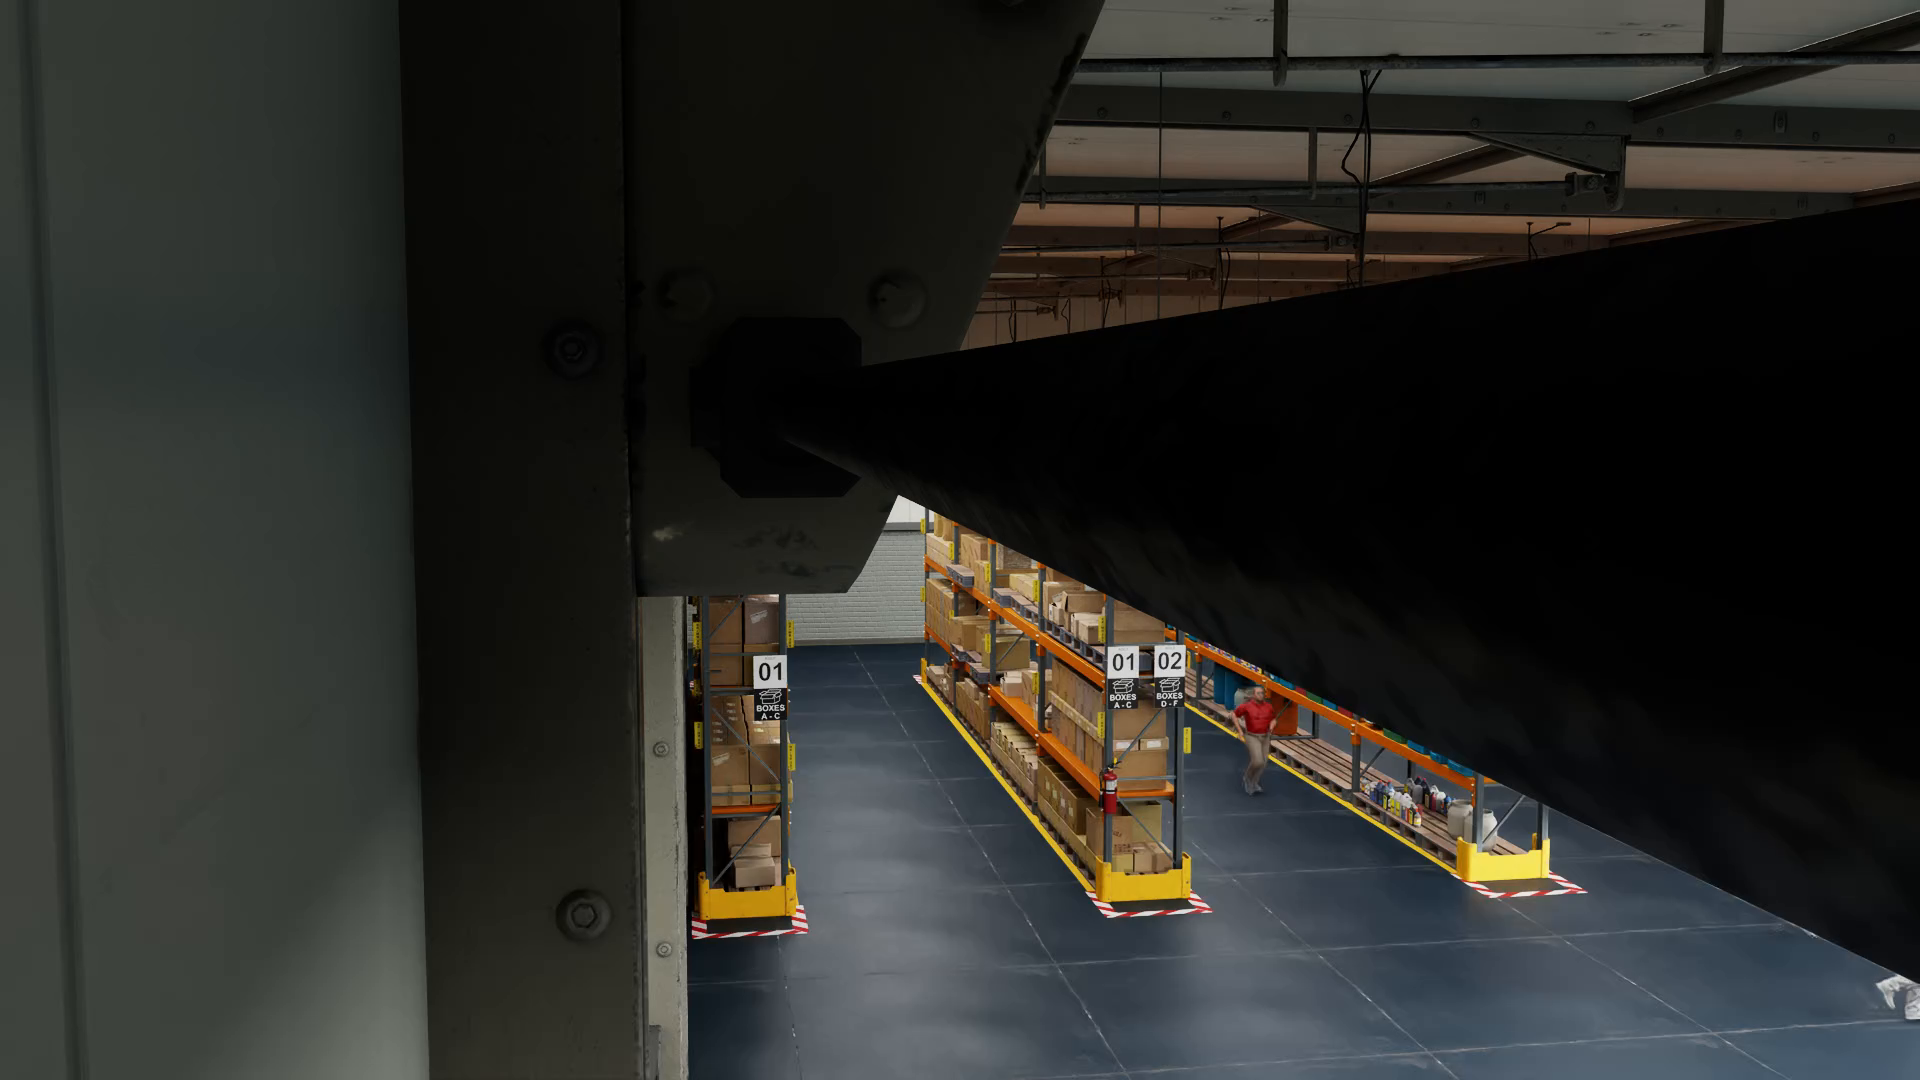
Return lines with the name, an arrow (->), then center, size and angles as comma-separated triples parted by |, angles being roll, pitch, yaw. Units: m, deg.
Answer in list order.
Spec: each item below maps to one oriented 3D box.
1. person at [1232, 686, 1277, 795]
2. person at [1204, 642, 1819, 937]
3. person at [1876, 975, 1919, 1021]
person -> 4.710, 3.173, 26.230 | 0.646, 1.719, 0.677 | -2, 5, -18
person -> 7.638, 3.222, 25.961 | 10.312, 1.678, 11.627 | 2, 5, 21
person -> 17.548, 2.466, 23.811 | 13.475, 3.566, 17.797 | 1, 5, 11
